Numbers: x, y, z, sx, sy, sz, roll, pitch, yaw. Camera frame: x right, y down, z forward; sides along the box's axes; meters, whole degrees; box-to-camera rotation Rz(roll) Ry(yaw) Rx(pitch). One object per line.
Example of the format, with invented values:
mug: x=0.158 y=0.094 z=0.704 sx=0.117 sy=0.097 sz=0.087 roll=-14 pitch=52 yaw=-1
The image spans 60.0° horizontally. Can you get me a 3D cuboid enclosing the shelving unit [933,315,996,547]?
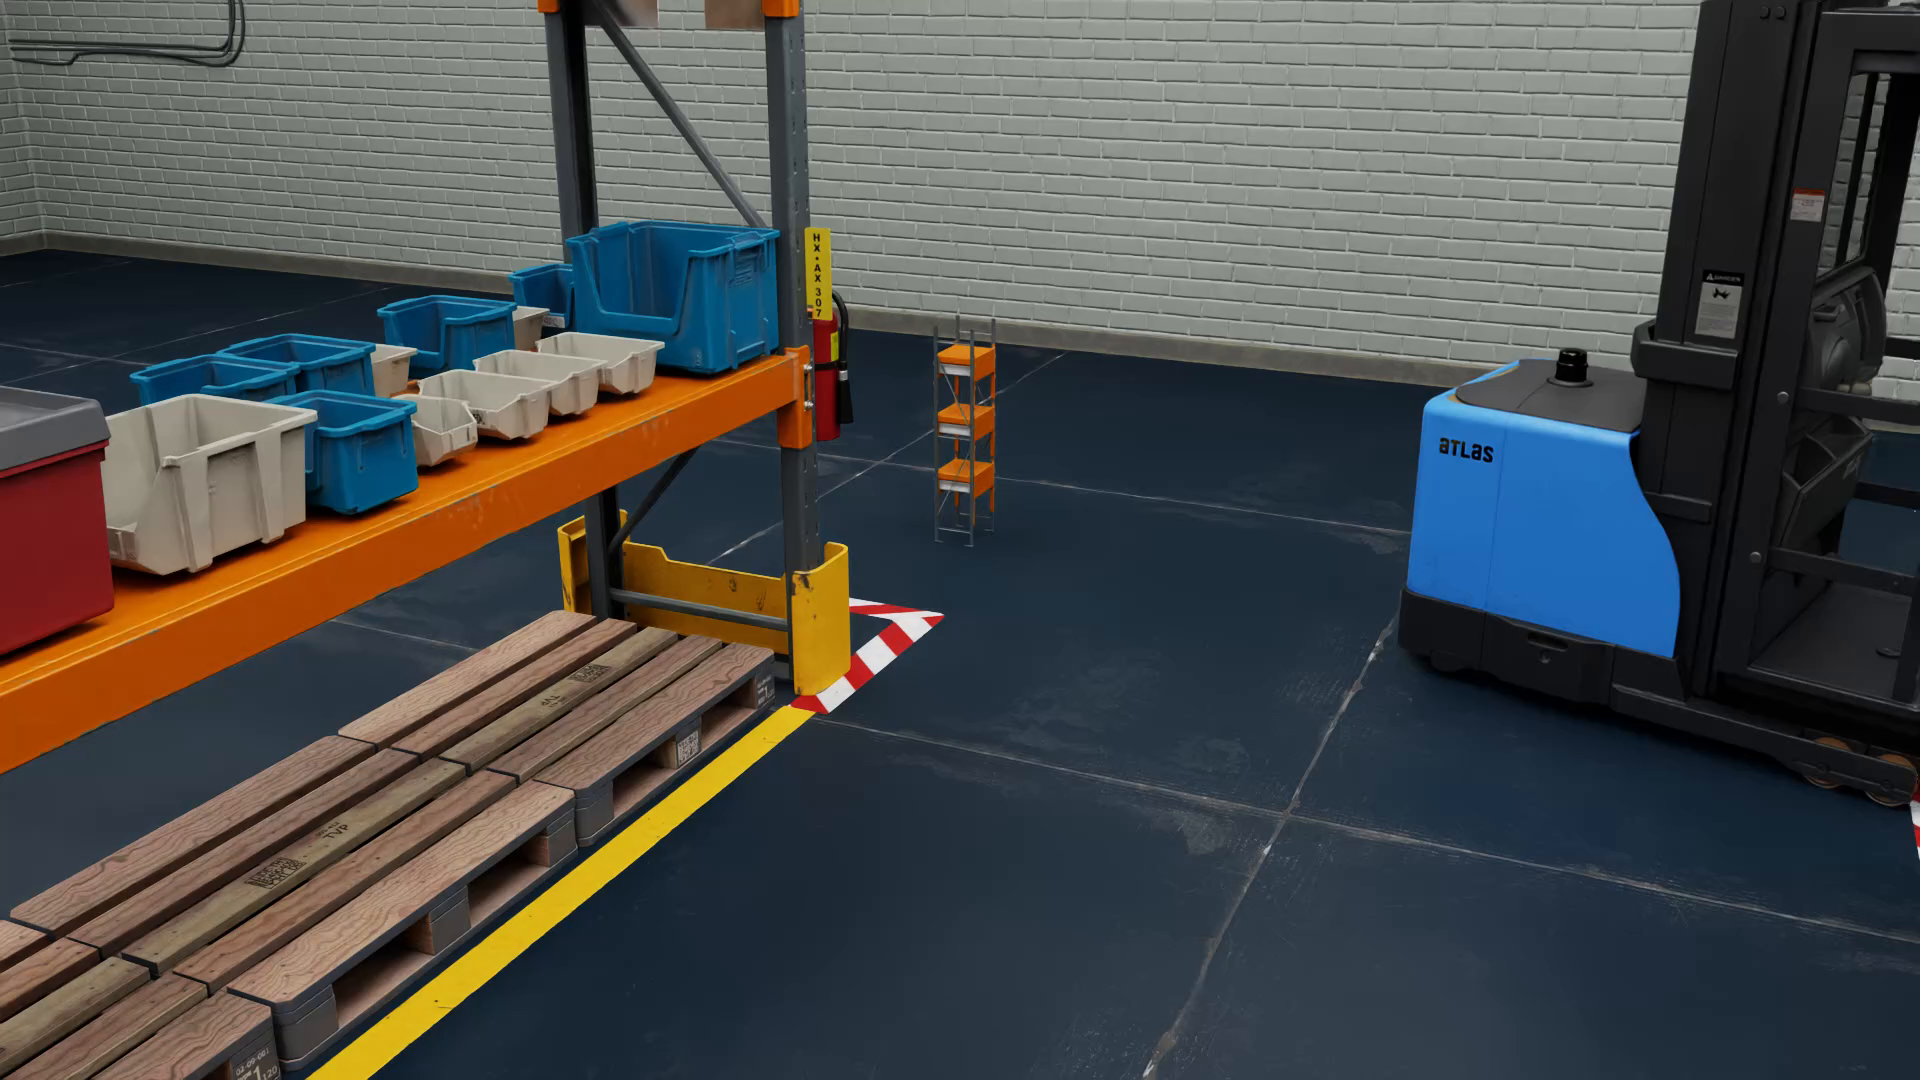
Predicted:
shelving unit: x=0.022 y=-0.511 z=7.839 sx=0.215 sy=1.050 sz=0.252 roll=9 pitch=21 yaw=23

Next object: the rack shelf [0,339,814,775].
rack shelf: x=-1.830 y=0.012 z=4.532 sx=1.077 sy=0.370 sz=4.000 roll=9 pitch=21 yaw=23

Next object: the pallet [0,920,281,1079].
pallet: x=-2.383 y=1.368 z=3.806 sx=1.003 sy=0.211 sz=1.213 roll=9 pitch=21 yaw=23

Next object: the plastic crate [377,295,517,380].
plastic crate: x=-1.682 y=-0.656 z=5.497 sx=0.416 sy=0.233 sz=0.300 roll=9 pitch=21 yaw=23

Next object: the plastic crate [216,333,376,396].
plastic crate: x=-1.951 y=-0.455 z=4.931 sx=0.416 sy=0.233 sz=0.300 roll=9 pitch=21 yaw=23

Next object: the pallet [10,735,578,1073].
pallet: x=-1.885 y=0.994 z=4.859 sx=1.003 sy=0.211 sz=1.213 roll=9 pitch=21 yaw=23

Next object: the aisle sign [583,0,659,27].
aisle sign: x=-1.252 y=-2.226 z=5.871 sx=0.394 sy=0.787 sz=0.004 roll=9 pitch=21 yaw=23

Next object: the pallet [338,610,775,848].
pallet: x=-1.384 y=0.622 z=5.904 sx=1.003 sy=0.211 sz=1.213 roll=9 pitch=21 yaw=23

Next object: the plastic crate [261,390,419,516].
plastic crate: x=-1.618 y=-0.225 z=4.284 sx=0.416 sy=0.233 sz=0.300 roll=9 pitch=21 yaw=23

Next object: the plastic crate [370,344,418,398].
plastic crate: x=-1.897 y=-0.518 z=5.252 sx=0.250 sy=0.136 sz=0.298 roll=9 pitch=21 yaw=23

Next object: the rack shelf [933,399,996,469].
rack shelf: x=0.022 y=-0.501 z=7.842 sx=0.215 sy=0.259 sz=0.240 roll=9 pitch=21 yaw=23

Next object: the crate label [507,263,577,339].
crate label: x=-1.412 y=-0.857 z=6.063 sx=0.416 sy=0.233 sz=0.303 roll=9 pitch=21 yaw=23

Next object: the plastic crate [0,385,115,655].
plastic crate: x=-2.054 y=-0.012 z=3.342 sx=0.402 sy=0.464 sz=0.583 roll=9 pitch=21 yaw=23

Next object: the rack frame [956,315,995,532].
rack frame: x=0.072 y=-0.548 z=7.944 sx=0.200 sy=1.050 sz=0.008 roll=9 pitch=21 yaw=23

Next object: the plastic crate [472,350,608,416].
plastic crate: x=-1.311 y=-0.481 z=5.150 sx=0.396 sy=0.136 sz=0.243 roll=9 pitch=21 yaw=23

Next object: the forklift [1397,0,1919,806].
forklift: x=3.187 y=-0.701 z=5.567 sx=3.031 sy=2.935 sz=1.130 roll=16 pitch=25 yaw=37

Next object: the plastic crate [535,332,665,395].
plastic crate: x=-1.180 y=-0.568 z=5.394 sx=0.396 sy=0.136 sz=0.243 roll=9 pitch=21 yaw=23

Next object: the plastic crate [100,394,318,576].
plastic crate: x=-1.855 y=-0.129 z=3.943 sx=0.437 sy=0.282 sz=0.530 roll=9 pitch=21 yaw=23

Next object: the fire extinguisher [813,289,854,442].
fire extinguisher: x=-0.534 y=-0.710 z=6.160 sx=0.296 sy=0.674 sz=0.183 roll=9 pitch=21 yaw=23

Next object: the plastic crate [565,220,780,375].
plastic crate: x=-0.978 y=-0.855 z=5.754 sx=0.616 sy=0.435 sz=0.499 roll=9 pitch=21 yaw=23

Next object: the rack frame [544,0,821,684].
rack frame: x=-1.011 y=-0.938 z=6.130 sx=1.000 sy=3.000 sz=0.127 roll=9 pitch=21 yaw=23

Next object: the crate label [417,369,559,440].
crate label: x=-1.403 y=-0.393 z=4.901 sx=0.396 sy=0.136 sz=0.243 roll=9 pitch=21 yaw=23

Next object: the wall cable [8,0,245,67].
wall cable: x=-7.407 y=-5.341 z=14.192 sx=3.097 sy=2.526 sz=0.112 roll=9 pitch=21 yaw=23

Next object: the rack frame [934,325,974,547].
rack frame: x=-0.028 y=-0.474 z=7.734 sx=0.200 sy=1.050 sz=0.008 roll=9 pitch=21 yaw=23

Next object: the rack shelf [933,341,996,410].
rack shelf: x=0.022 y=-0.768 z=7.747 sx=0.215 sy=0.259 sz=0.240 roll=9 pitch=21 yaw=23

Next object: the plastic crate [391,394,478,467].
plastic crate: x=-1.507 y=-0.300 z=4.640 sx=0.298 sy=0.136 sz=0.250 roll=9 pitch=21 yaw=23

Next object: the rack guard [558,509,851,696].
rack guard: x=-1.013 y=0.230 z=6.575 sx=1.175 sy=0.500 sz=0.348 roll=9 pitch=21 yaw=23

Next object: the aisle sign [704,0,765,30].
aisle sign: x=-0.714 y=-2.145 z=5.644 sx=0.394 sy=0.787 sz=0.004 roll=9 pitch=21 yaw=23

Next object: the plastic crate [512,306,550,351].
plastic crate: x=-1.619 y=-0.725 z=5.835 sx=0.250 sy=0.136 sz=0.298 roll=9 pitch=21 yaw=23

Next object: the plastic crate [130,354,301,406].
plastic crate: x=-2.074 y=-0.363 z=4.673 sx=0.416 sy=0.233 sz=0.300 roll=9 pitch=21 yaw=23

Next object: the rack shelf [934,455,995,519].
rack shelf: x=0.022 y=-0.239 z=7.936 sx=0.215 sy=0.259 sz=0.240 roll=9 pitch=21 yaw=23

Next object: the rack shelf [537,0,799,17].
rack shelf: x=-1.830 y=-1.401 z=4.029 sx=1.077 sy=0.370 sz=4.000 roll=9 pitch=21 yaw=23

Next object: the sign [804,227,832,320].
sign: x=-0.502 y=-0.945 z=5.905 sx=0.100 sy=0.325 sz=0.005 roll=9 pitch=21 yaw=23
